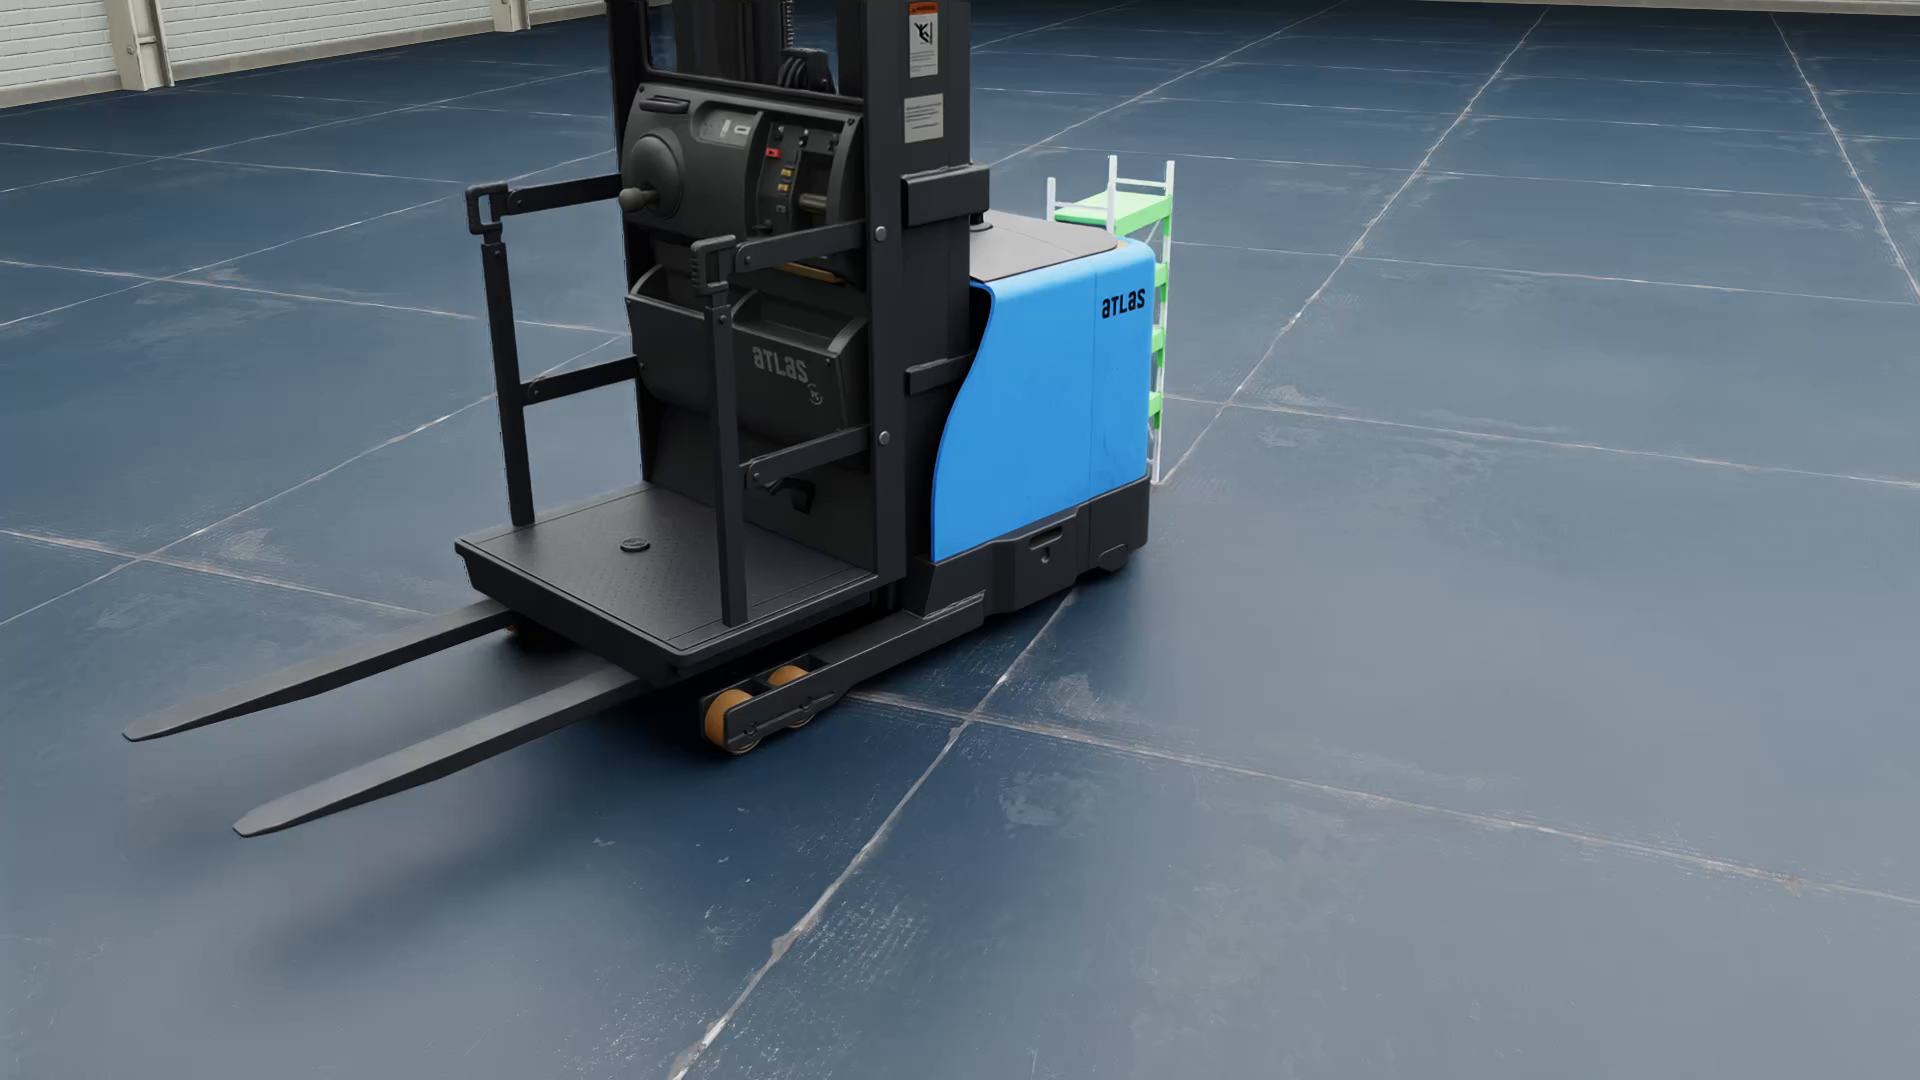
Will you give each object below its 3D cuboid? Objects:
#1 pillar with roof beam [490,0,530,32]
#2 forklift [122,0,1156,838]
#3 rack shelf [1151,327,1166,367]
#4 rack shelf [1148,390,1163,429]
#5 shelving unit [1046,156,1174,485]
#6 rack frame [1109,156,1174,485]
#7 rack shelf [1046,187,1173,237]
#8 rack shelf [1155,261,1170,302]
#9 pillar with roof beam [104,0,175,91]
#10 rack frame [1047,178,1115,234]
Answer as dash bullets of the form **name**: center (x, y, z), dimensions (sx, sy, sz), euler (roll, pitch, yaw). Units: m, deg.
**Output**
- **pillar with roof beam**: center (-1.837, -10.176, 18.436), dimensions (9.100, 9.000, 0.400), euler (9, 24, 20)
- **forklift**: center (-0.755, -1.010, 4.366), dimensions (1.130, 2.935, 3.031), euler (20, 30, 40)
- **rack shelf**: center (0.518, -0.646, 5.906), dimensions (0.258, 0.148, 0.480), euler (12, 26, 27)
- **rack shelf**: center (0.518, -0.425, 5.999), dimensions (0.258, 0.148, 0.480), euler (12, 26, 27)
- **shelving unit**: center (0.518, -0.705, 5.881), dimensions (0.258, 1.200, 0.503), euler (12, 26, 27)
- **rack frame**: center (0.639, -0.787, 6.077), dimensions (0.240, 1.200, 0.015), euler (12, 26, 27)
- **rack shelf**: center (0.518, -1.089, 5.721), dimensions (0.258, 0.148, 0.480), euler (12, 26, 27)
- **rack shelf**: center (0.518, -0.868, 5.814), dimensions (0.258, 0.148, 0.480), euler (12, 26, 27)
- **pillar with roof beam**: center (-4.065, -8.028, 13.295), dimensions (9.100, 9.000, 0.400), euler (9, 24, 20)
- **rack frame**: center (0.398, -0.623, 5.686), dimensions (0.240, 1.200, 0.015), euler (12, 26, 27)
